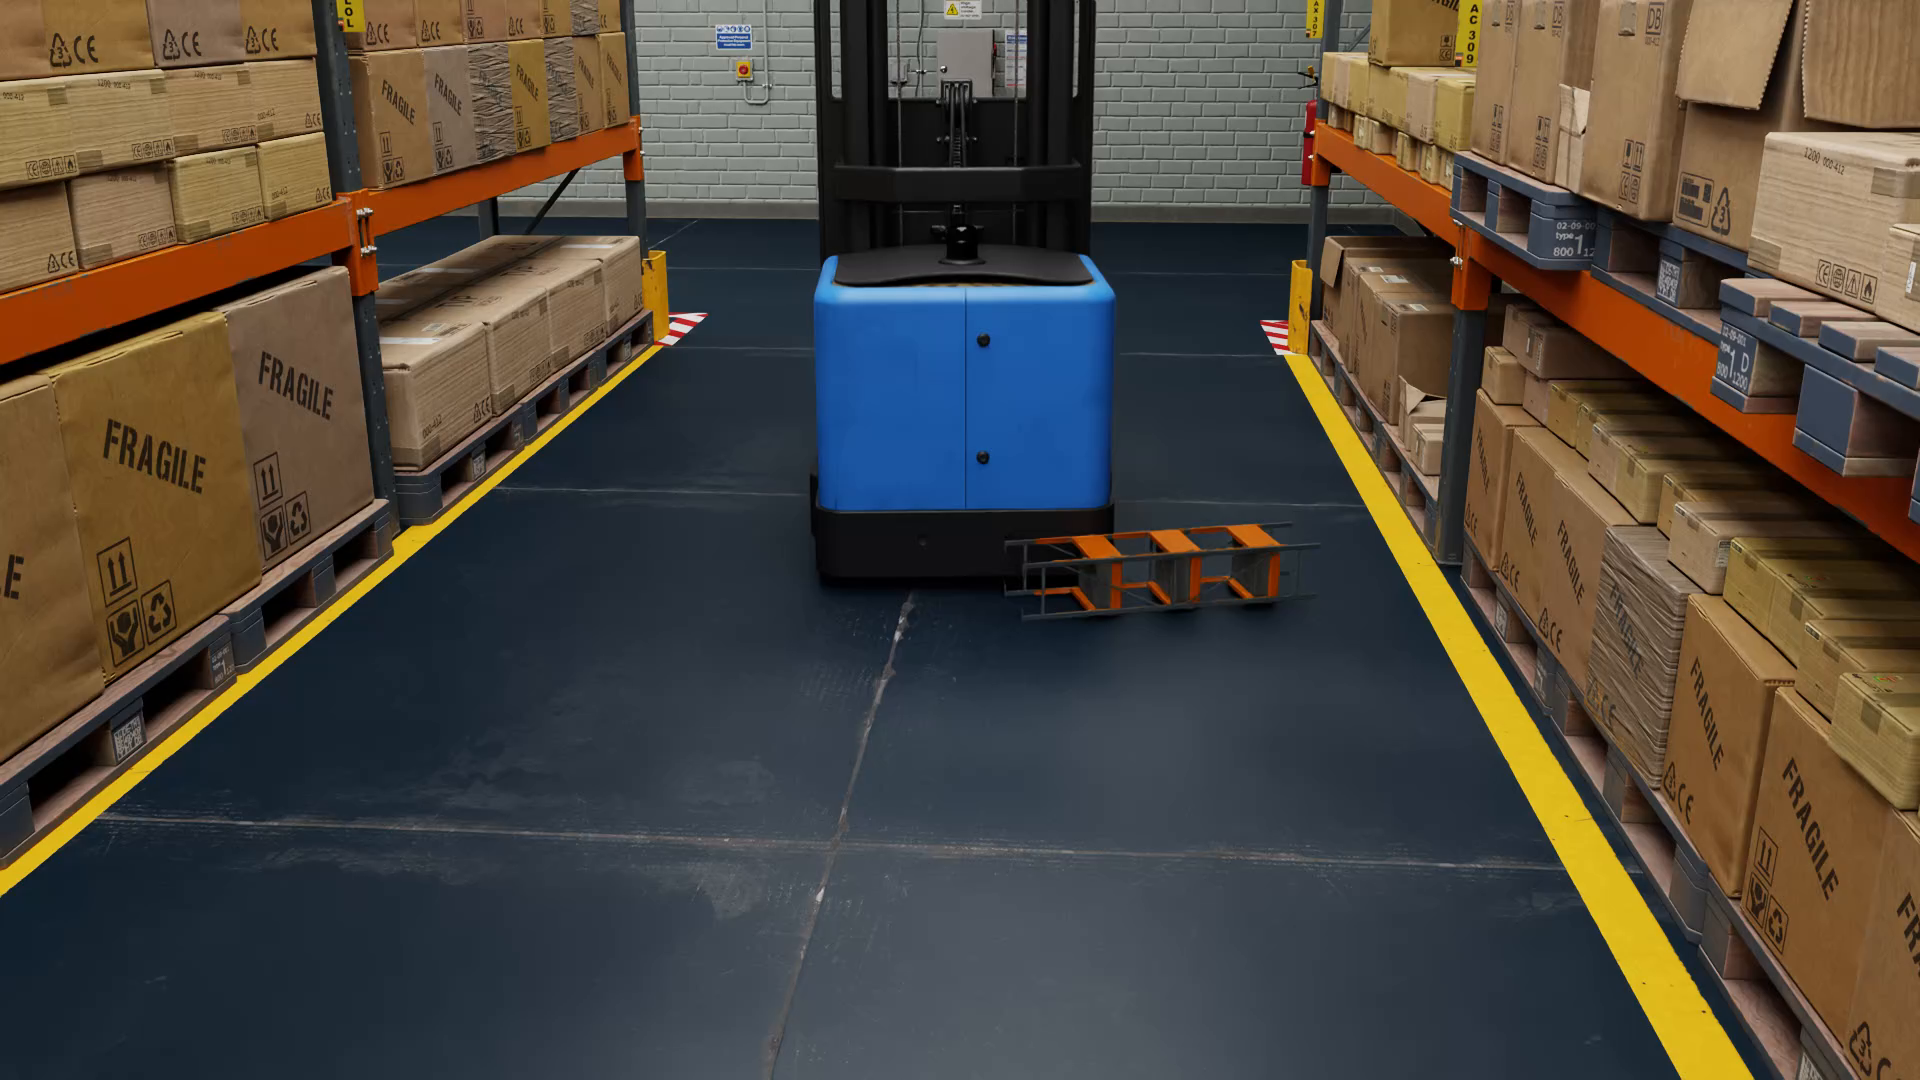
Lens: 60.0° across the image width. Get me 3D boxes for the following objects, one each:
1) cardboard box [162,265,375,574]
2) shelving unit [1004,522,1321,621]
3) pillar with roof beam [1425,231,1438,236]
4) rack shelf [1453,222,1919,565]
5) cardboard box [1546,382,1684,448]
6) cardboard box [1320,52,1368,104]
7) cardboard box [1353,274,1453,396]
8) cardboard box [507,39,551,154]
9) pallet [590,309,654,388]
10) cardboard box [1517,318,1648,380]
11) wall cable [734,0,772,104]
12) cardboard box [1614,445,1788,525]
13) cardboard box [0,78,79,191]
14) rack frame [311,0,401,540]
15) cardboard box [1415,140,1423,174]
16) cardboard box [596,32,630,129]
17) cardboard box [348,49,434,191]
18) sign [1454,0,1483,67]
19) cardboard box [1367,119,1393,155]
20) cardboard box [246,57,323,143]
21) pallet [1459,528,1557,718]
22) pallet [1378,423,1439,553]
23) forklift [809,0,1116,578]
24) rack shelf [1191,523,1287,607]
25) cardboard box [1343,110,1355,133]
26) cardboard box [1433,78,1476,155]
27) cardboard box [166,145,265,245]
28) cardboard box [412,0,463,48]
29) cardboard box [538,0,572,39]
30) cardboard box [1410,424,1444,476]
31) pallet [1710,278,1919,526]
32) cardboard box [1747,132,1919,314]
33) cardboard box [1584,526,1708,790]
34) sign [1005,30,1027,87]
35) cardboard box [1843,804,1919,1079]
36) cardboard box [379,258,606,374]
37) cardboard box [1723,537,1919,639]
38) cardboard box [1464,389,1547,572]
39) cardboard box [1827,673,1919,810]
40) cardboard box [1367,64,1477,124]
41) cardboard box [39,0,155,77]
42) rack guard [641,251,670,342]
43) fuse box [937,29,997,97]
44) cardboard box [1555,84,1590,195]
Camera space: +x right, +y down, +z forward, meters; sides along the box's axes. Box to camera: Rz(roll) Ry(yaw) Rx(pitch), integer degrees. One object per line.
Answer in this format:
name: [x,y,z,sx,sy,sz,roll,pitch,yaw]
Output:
cardboard box: [-2.653,-0.439,5.684,0.875,0.875,0.875,2,18,6]
shelving unit: [0.692,0.103,5.716,1.050,0.215,0.252,-4,19,-12]
pillar with roof beam: [-0.652,-6.341,11.322,9.100,9.000,0.400,1,18,4]
rack shelf: [2.120,-0.371,3.893,1.077,0.370,4.000,1,18,4]
cardboard box: [2.023,-0.381,5.066,0.380,0.149,0.250,0,18,1]
cardboard box: [2.249,-2.512,9.034,0.500,0.250,0.500,1,18,4]
cardboard box: [2.174,-0.974,7.917,0.500,0.500,0.500,2,18,5]
cardboard box: [-2.274,-2.102,7.859,0.500,0.500,0.500,2,18,6]
pallet: [-2.380,-1.111,9.474,1.003,0.211,1.213,1,18,4]
cardboard box: [2.001,-0.608,5.282,0.380,0.149,0.250,0,18,1]
wall cable: [-2.020,-4.935,14.986,0.585,1.953,0.123,1,18,4]
cardboard box: [1.941,-0.142,4.336,0.380,0.149,0.250,2,18,6]
cardboard box: [-2.556,-0.992,4.070,0.500,0.250,0.500,2,18,5]
rack frame: [-2.688,-1.444,6.012,1.000,3.000,0.127,1,18,4]
cardboard box: [2.072,-1.563,6.779,0.380,0.149,0.250,2,18,5]
cardboard box: [-2.172,-2.578,9.312,0.500,0.500,0.500,1,18,4]
cardboard box: [-2.393,-1.631,6.423,0.500,0.500,0.500,2,18,6]
sign: [1.722,-1.755,5.572,0.100,0.325,0.005,1,18,4]
cardboard box: [2.112,-1.880,7.746,0.380,0.149,0.250,2,18,5]
cardboard box: [-2.477,-1.468,5.523,0.500,0.250,0.500,1,18,4]
pallet: [2.243,0.245,5.338,1.003,0.211,1.213,1,18,4]
pallet: [2.314,-0.222,6.762,1.003,0.211,1.213,1,18,4]
forklift: [-0.029,-1.668,6.806,1.130,2.935,3.031,-1,18,-2]
rack shelf: [0.959,0.085,5.770,0.259,0.215,0.240,-4,19,-12]
cardboard box: [2.281,-2.281,8.970,0.380,0.149,0.250,2,18,5]
cardboard box: [2.057,-1.568,6.153,0.500,0.250,0.500,2,18,5]
cardboard box: [-2.506,-1.069,5.110,0.500,0.250,0.500,1,18,3]
cardboard box: [-2.370,-2.266,6.753,0.500,0.500,0.500,1,18,3]
cardboard box: [-2.245,-2.737,8.193,0.500,0.500,0.500,1,18,4]
cardboard box: [2.010,-0.358,6.604,0.380,0.149,0.250,1,18,2]
pallet: [1.955,-0.213,2.563,1.213,0.211,1.003,1,18,4]
cardboard box: [1.729,-0.555,2.866,0.500,0.250,0.500,0,18,1]
cardboard box: [1.892,0.281,4.088,0.500,0.500,0.500,1,18,2]
sign: [0.572,-4.354,15.045,0.329,0.494,0.001,1,18,4]
cardboard box: [1.792,0.760,2.625,0.500,0.500,0.500,2,18,6]
cardboard box: [-2.406,-1.176,8.636,0.875,0.438,0.875,2,18,5]
cardboard box: [1.892,0.105,3.585,0.380,0.149,0.250,1,18,3]
cardboard box: [2.004,-0.200,5.558,0.500,0.500,0.500,2,18,6]
cardboard box: [1.748,0.344,2.855,0.380,0.149,0.250,0,18,1]
cardboard box: [2.164,-2.038,7.589,0.500,0.250,0.500,1,18,2]
cardboard box: [-2.555,-1.504,4.430,0.500,0.500,0.500,2,18,6]
rack guard: [-2.399,-1.506,10.215,1.175,0.500,0.348,1,18,4]
fuse box: [0.065,-3.733,15.068,0.539,1.711,0.414,1,18,4]
cardboard box: [1.781,-1.047,4.342,0.396,0.266,0.258,2,18,7]
